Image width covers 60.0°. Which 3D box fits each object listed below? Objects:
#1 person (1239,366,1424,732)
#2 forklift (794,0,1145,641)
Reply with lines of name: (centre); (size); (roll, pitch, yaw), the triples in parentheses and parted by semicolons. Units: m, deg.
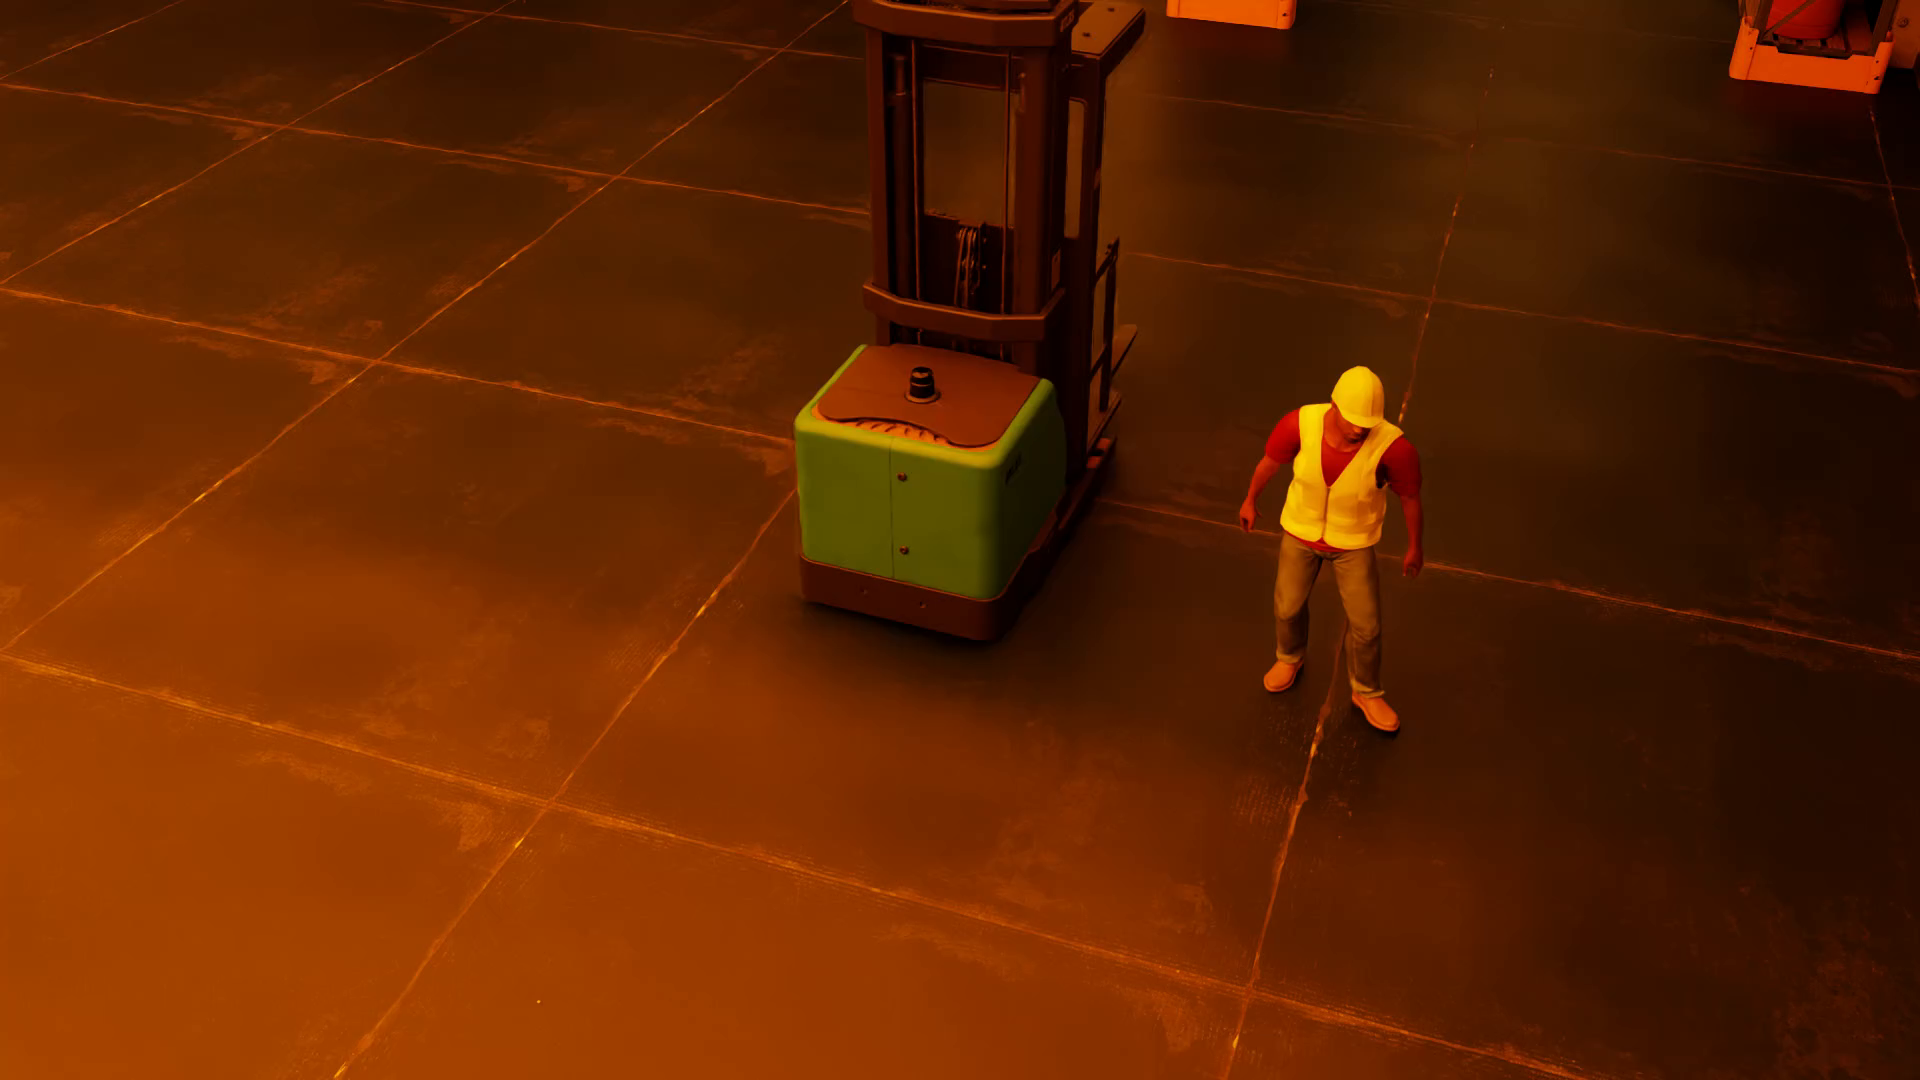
person: (1.603, -0.007, 7.164); (0.876, 1.731, 0.461); (14, 38, 19)
forklift: (0.223, -1.567, 8.321); (1.130, 2.935, 3.031); (12, 37, 17)
